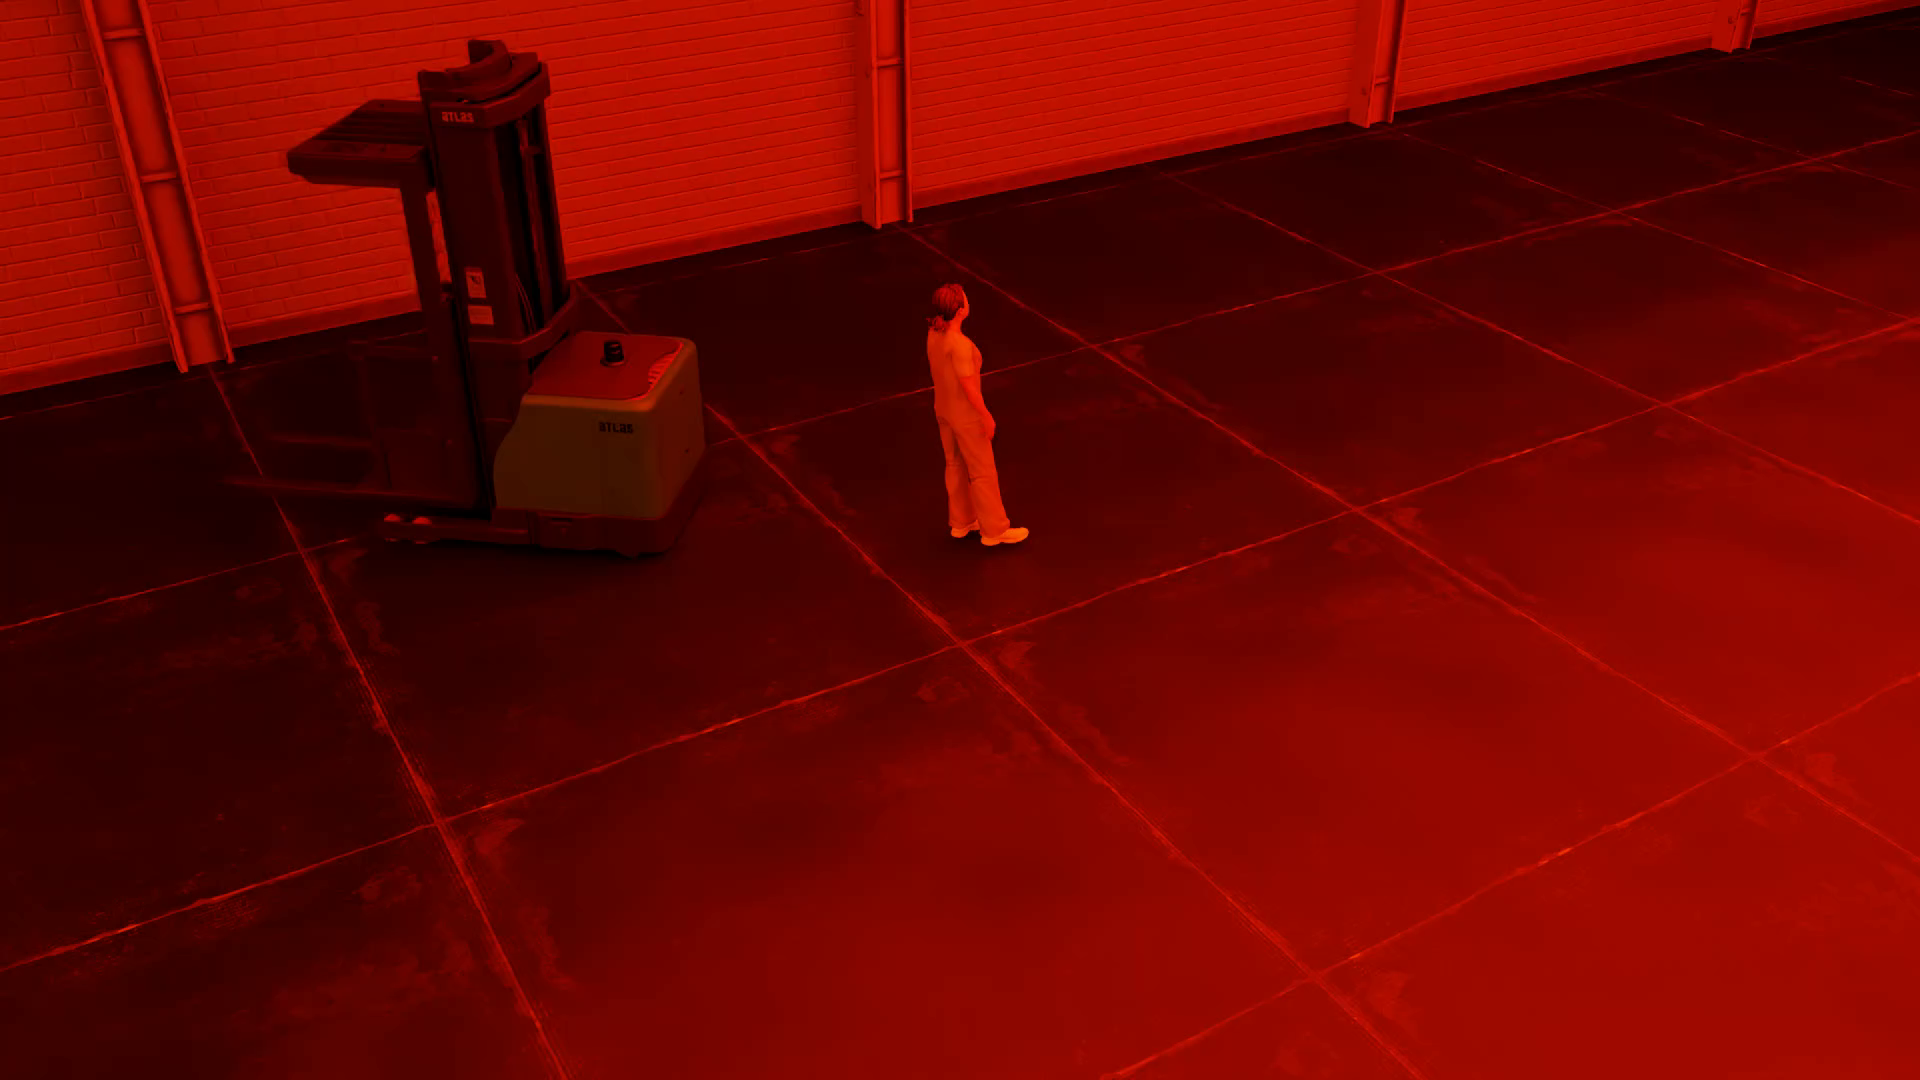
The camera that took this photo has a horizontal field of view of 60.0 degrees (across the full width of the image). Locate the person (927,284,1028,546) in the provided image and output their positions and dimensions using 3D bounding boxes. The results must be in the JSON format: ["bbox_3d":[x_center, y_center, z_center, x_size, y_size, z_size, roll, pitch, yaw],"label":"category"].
[{"bbox_3d":[0.070,-0.773,10.067,0.548,1.674,0.548,-17,35,-26],"label":"person"}]

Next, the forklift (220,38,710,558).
[{"bbox_3d":[-3.217,-1.494,10.141,3.031,2.935,1.130,5,31,8],"label":"forklift"}]
